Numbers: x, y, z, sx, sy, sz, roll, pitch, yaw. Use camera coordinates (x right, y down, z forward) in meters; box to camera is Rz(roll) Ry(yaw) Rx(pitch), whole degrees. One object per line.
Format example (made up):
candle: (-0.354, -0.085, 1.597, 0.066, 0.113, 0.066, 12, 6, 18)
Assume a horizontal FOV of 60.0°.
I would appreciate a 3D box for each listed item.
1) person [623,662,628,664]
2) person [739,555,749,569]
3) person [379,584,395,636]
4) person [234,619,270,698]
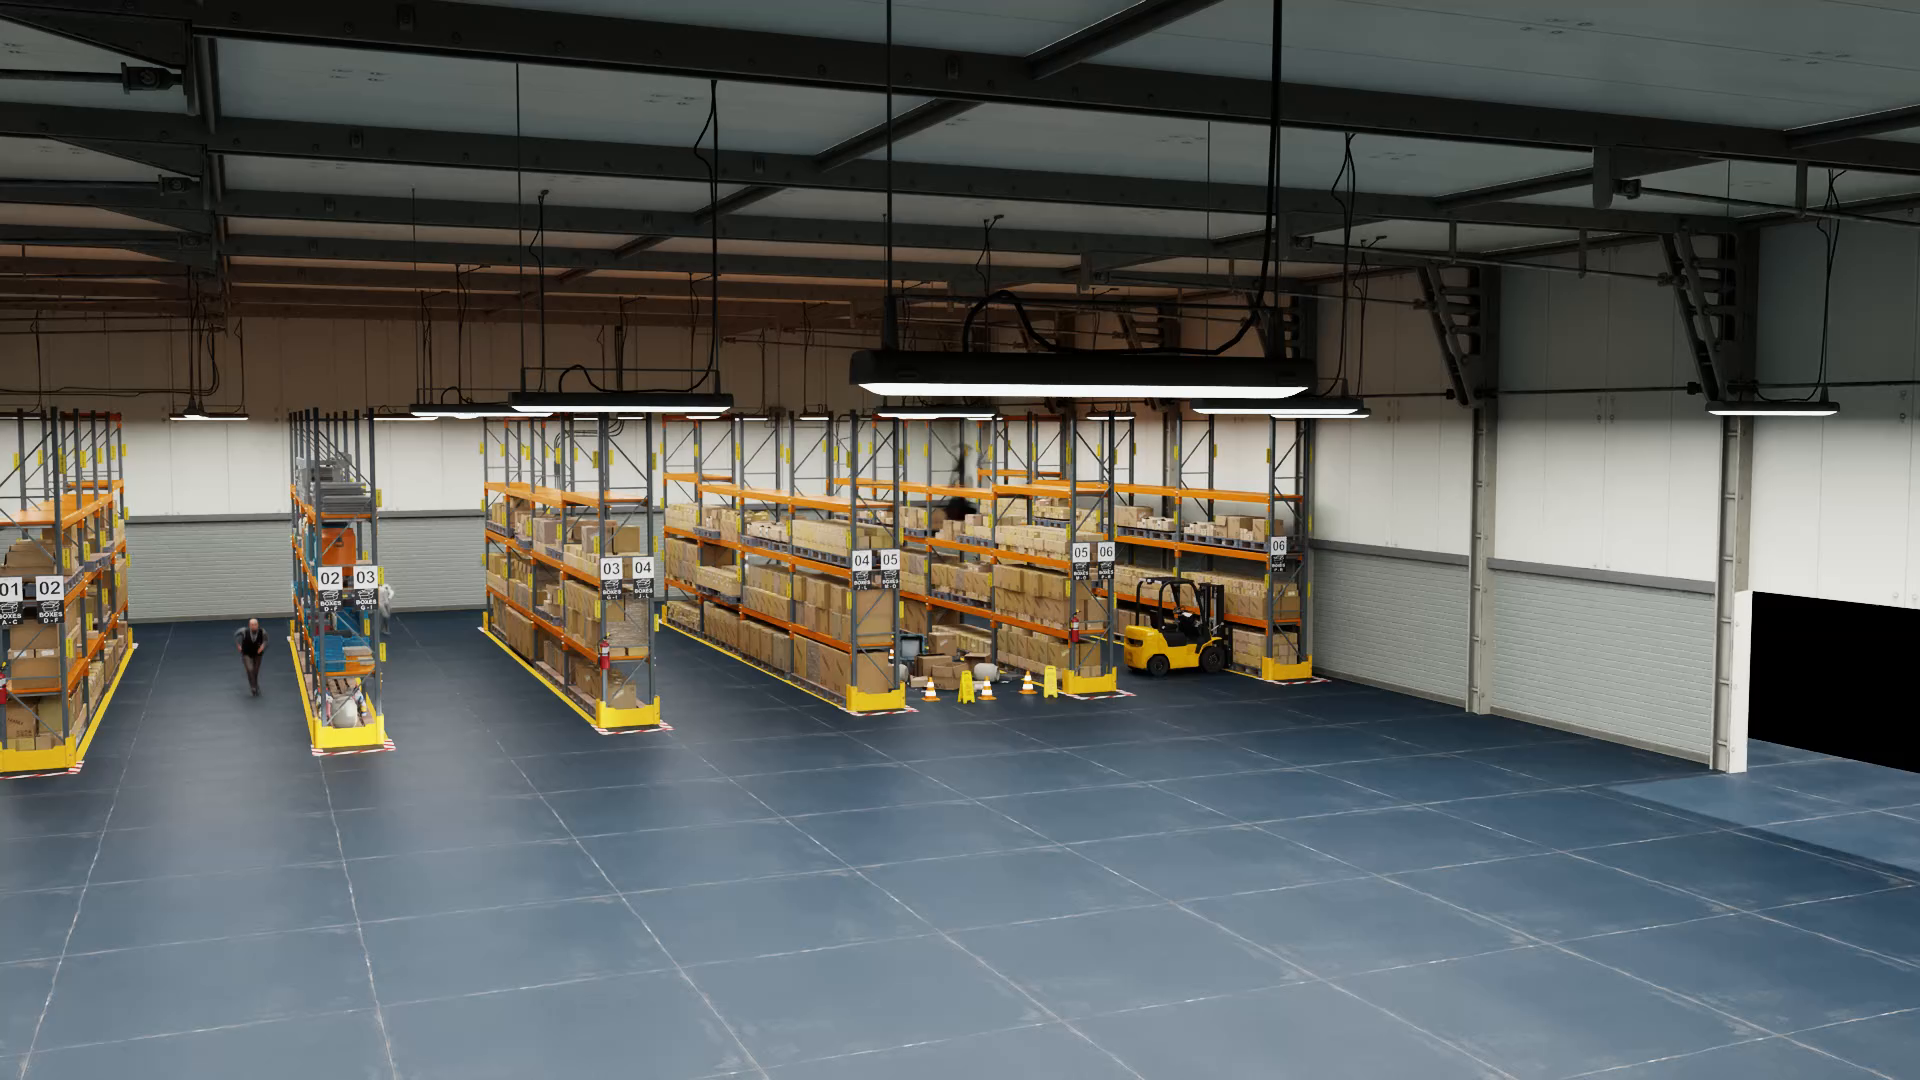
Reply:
person: (-8.122, 2.133, 39.887, 0.581, 1.682, 0.765, -1, 4, -18)
person: (-6.634, 1.325, 50.360, 0.670, 1.788, 0.641, -3, 5, -37)
person: (-15.616, 1.757, 44.900, 0.688, 1.693, 0.672, 4, 5, 43)
person: (-14.935, 2.466, 35.100, 0.697, 1.680, 1.008, -2, 4, -26)
